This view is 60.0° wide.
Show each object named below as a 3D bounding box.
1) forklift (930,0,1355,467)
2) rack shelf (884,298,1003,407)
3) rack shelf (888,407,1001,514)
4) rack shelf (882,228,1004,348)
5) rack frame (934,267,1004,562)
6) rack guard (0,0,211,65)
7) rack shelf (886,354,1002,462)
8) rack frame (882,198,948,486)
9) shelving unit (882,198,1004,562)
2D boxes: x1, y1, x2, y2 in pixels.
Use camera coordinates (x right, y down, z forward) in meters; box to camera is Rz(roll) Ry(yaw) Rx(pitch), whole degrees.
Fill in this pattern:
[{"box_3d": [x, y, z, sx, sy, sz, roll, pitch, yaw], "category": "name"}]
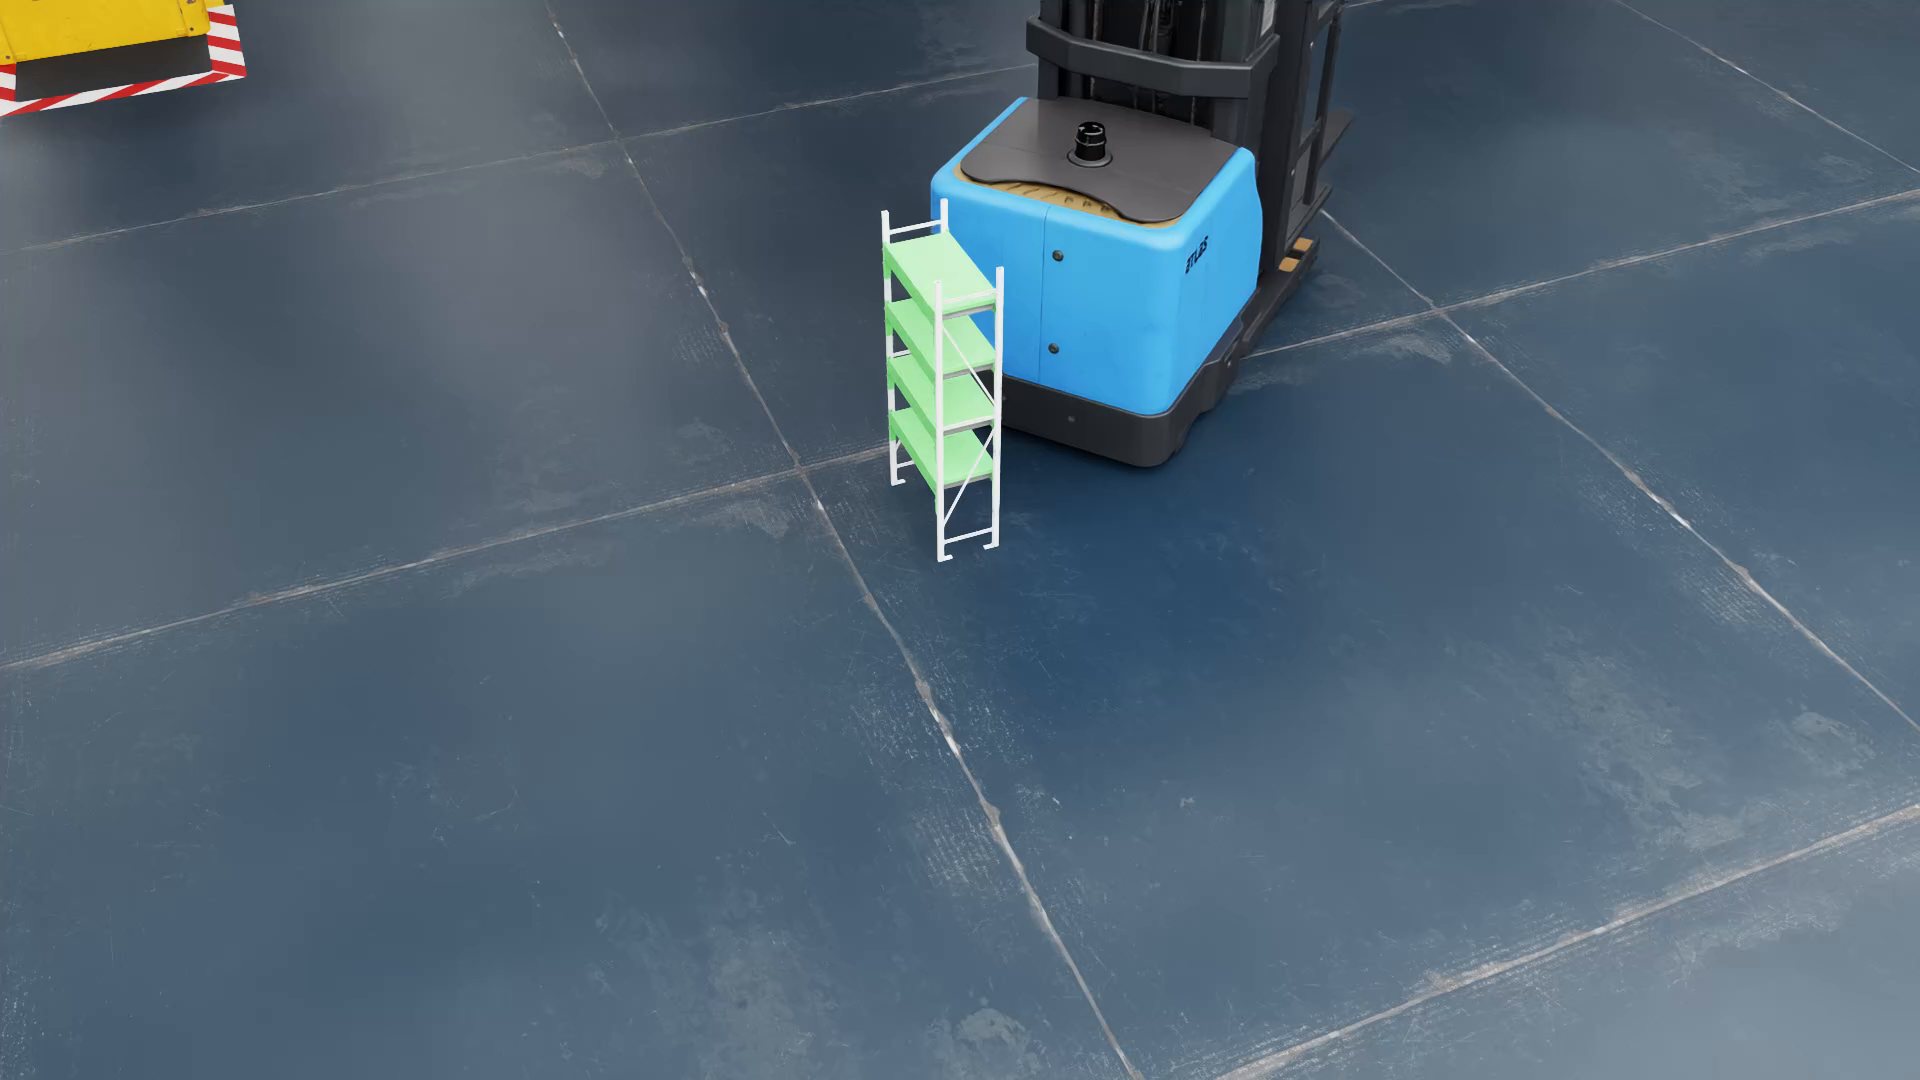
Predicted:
[{"box_3d": [1.003, -2.349, 6.734, 1.130, 2.935, 3.031, 19, 44, 21], "category": "forklift"}, {"box_3d": [-0.063, -0.688, 5.860, 0.258, 0.148, 0.480, -15, 43, -17], "category": "rack shelf"}, {"box_3d": [-0.063, -0.324, 6.173, 0.258, 0.148, 0.480, -15, 43, -17], "category": "rack shelf"}, {"box_3d": [-0.063, -0.870, 5.703, 0.258, 0.148, 0.480, -15, 43, -17], "category": "rack shelf"}, {"box_3d": [0.030, -0.408, 5.804, 0.240, 1.200, 0.015, -15, 43, -17], "category": "rack frame"}, {"box_3d": [-4.965, -3.097, 9.468, 1.175, 0.500, 0.348, -15, 43, -17], "category": "rack guard"}, {"box_3d": [-0.063, -0.506, 6.016, 0.258, 0.148, 0.480, -15, 43, -17], "category": "rack shelf"}, {"box_3d": [-0.157, -0.702, 6.146, 0.240, 1.200, 0.015, -15, 43, -17], "category": "rack frame"}, {"box_3d": [-0.063, -0.555, 5.975, 0.258, 1.200, 0.503, -15, 43, -17], "category": "shelving unit"}]
